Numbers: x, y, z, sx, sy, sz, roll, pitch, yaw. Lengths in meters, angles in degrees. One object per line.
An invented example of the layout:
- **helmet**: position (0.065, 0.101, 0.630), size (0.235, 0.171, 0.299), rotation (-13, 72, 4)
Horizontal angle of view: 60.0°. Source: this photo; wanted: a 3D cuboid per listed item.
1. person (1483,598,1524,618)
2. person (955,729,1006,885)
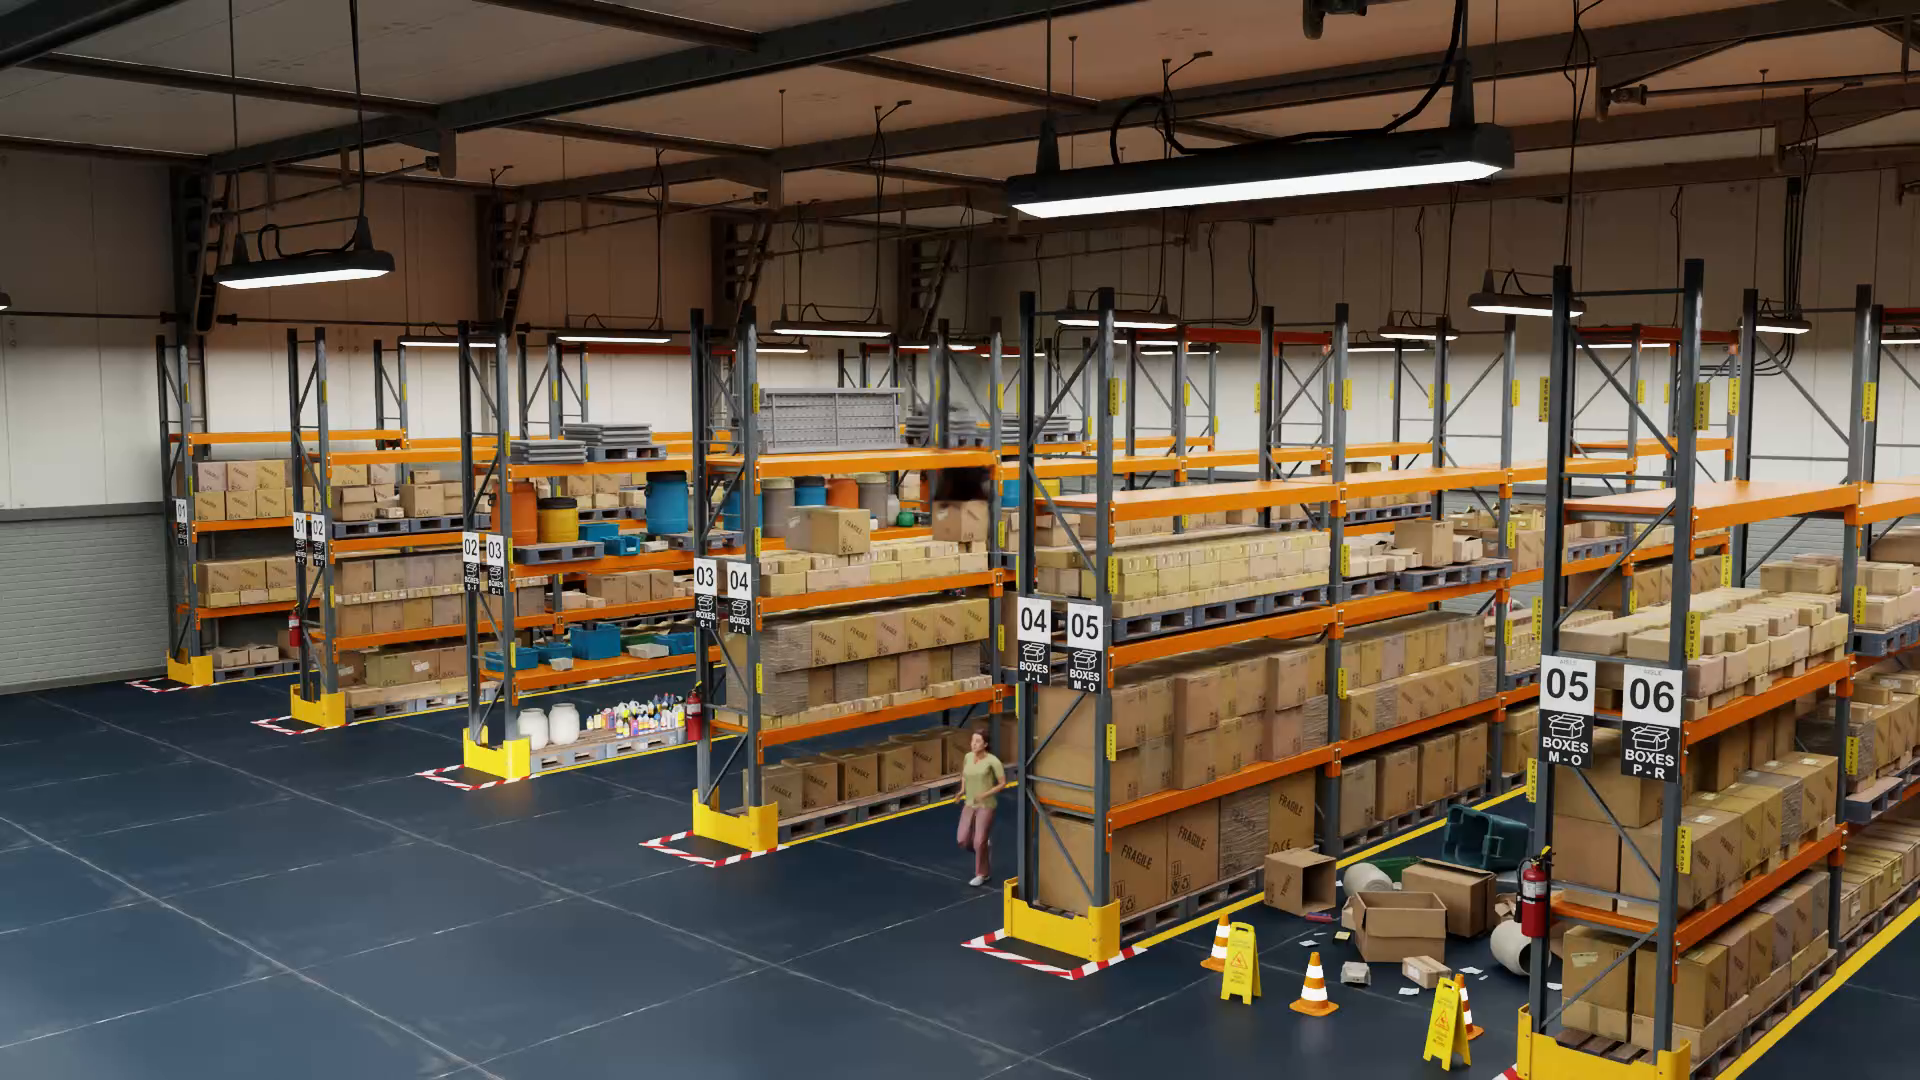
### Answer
- **person**: position (9.205, 1.629, 28.190), size (0.680, 1.839, 0.842), rotation (4, 7, 35)
- **person**: position (0.210, 2.752, 17.196), size (0.586, 1.628, 0.560), rotation (3, 6, 32)
